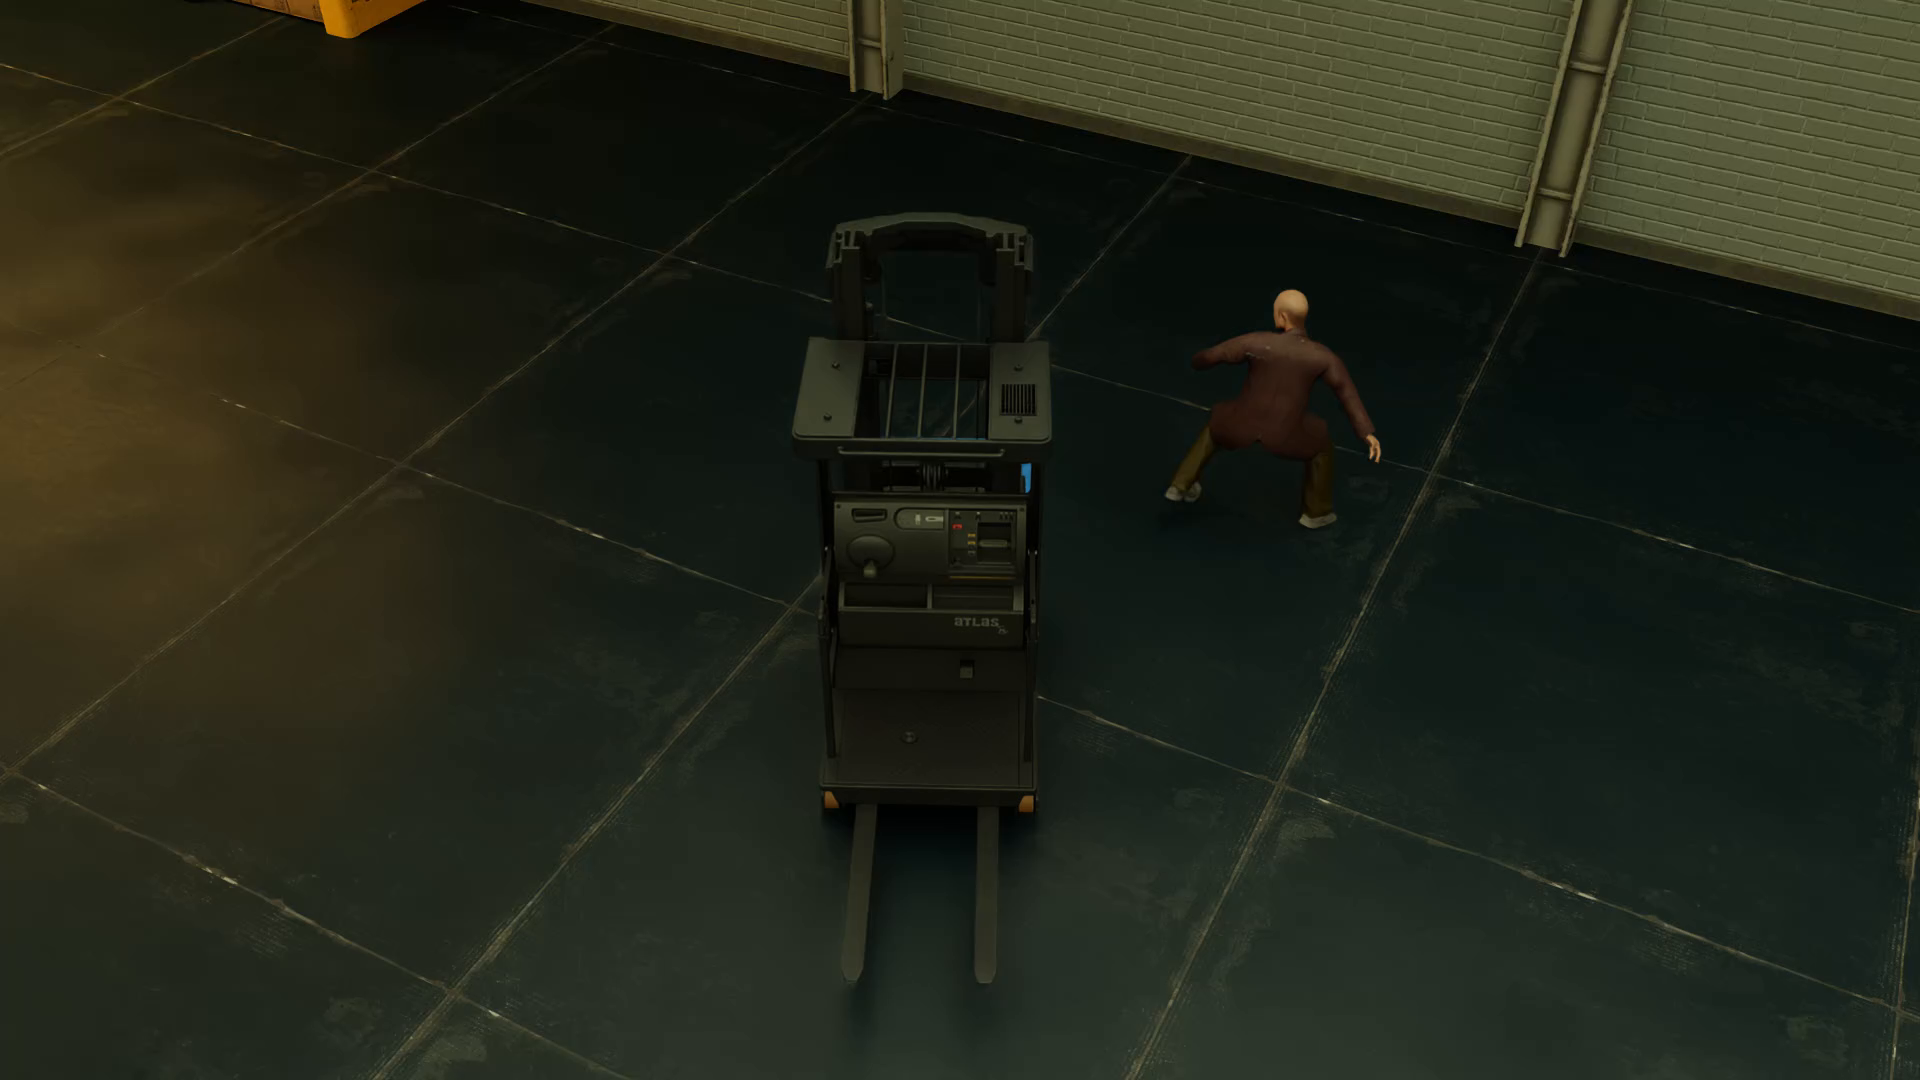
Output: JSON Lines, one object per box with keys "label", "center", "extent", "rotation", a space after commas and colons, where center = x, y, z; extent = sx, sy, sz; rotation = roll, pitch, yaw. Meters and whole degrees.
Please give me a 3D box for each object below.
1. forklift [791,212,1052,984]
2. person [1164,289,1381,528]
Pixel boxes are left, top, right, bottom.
{"label": "forklift", "center": [-0.148, 0.078, 7.894], "extent": [1.130, 2.935, 3.031], "rotation": [1, 40, 1]}
{"label": "person", "center": [1.915, -0.706, 9.912], "extent": [1.222, 1.682, 0.567], "rotation": [14, 42, 16]}
